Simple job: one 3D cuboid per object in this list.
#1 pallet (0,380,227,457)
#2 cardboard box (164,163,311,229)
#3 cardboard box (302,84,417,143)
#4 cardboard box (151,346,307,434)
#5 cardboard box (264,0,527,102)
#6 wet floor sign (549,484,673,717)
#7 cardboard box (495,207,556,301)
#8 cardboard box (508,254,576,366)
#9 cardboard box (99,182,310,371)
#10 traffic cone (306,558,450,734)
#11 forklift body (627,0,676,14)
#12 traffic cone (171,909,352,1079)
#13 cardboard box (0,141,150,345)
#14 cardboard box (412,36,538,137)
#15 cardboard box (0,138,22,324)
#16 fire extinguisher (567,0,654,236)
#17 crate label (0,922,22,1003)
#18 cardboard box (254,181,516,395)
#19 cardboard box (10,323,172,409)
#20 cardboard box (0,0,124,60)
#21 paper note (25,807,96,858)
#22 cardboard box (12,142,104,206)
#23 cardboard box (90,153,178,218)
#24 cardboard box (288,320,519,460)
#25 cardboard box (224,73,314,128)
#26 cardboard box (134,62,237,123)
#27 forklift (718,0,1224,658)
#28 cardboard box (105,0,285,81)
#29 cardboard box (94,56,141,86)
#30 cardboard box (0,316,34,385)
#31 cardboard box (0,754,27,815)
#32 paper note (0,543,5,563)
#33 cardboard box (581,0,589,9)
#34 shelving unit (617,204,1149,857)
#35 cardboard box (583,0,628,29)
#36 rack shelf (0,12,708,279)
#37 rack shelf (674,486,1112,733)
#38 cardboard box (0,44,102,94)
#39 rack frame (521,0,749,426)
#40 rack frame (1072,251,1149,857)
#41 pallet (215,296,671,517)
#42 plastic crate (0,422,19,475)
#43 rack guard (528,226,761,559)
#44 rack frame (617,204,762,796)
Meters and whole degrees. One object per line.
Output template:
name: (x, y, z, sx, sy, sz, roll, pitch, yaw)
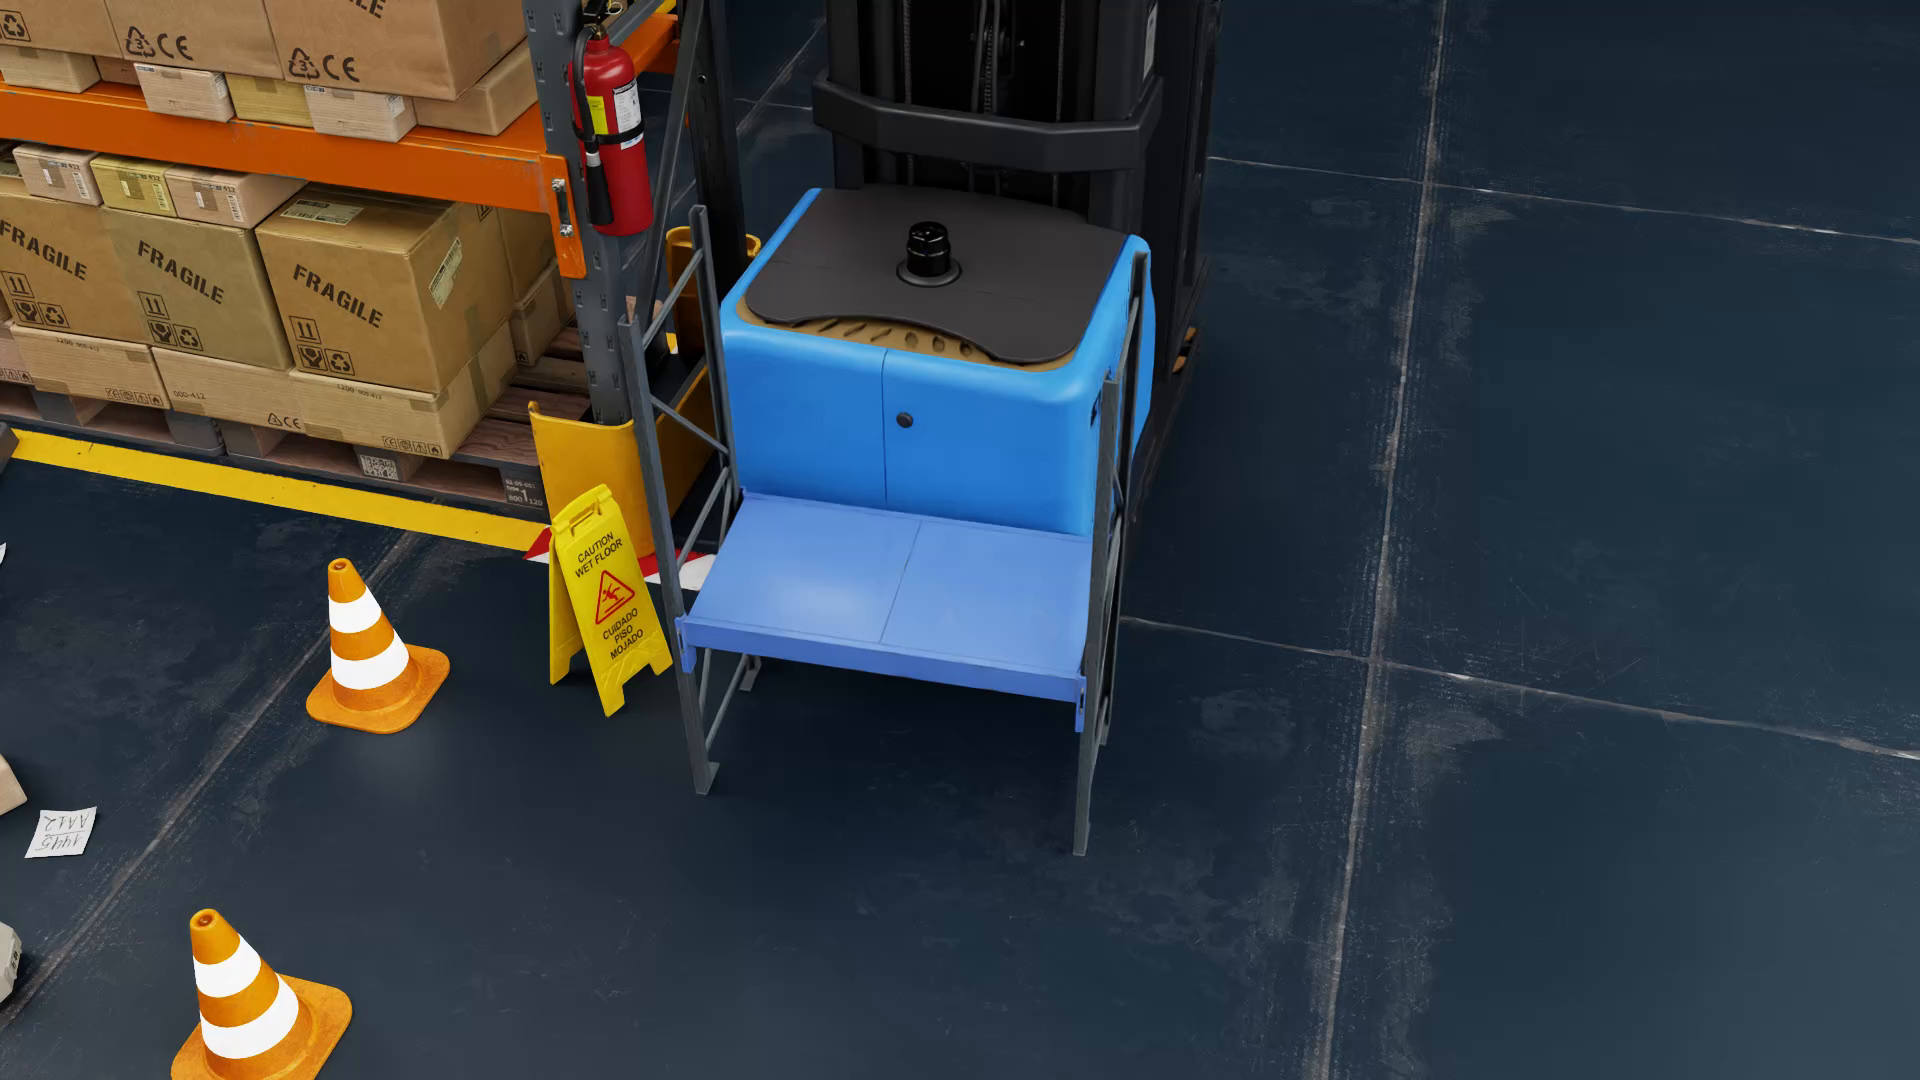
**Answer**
pallet: (-2.933, -0.765, 5.997, 1.213, 0.211, 1.003, 10, 41, 11)
cardboard box: (-2.123, -1.093, 4.943, 0.250, 0.149, 0.380, 11, 41, 13)
cardboard box: (-1.599, -1.266, 4.620, 0.250, 0.149, 0.380, 9, 41, 11)
cardboard box: (-2.258, -0.626, 5.474, 0.500, 0.250, 0.500, 10, 41, 12)
cardboard box: (-1.505, -1.531, 4.431, 0.500, 0.500, 0.500, 9, 41, 11)
wet floor sign: (-1.002, 0.138, 4.583, 0.232, 0.644, 0.267, 24, 46, 26)
cardboard box: (-1.640, -1.164, 5.532, 0.500, 0.500, 0.500, 8, 41, 10)
cardboard box: (-1.617, -0.873, 5.769, 0.500, 0.250, 0.500, 9, 41, 11)
cardboard box: (-2.256, -0.910, 5.230, 0.500, 0.500, 0.500, 11, 41, 13)
traffic cone: (-1.658, 0.242, 4.602, 0.334, 0.463, 0.336, 10, 41, 11)
forklift body: (-1.933, -3.401, 7.627, 1.214, 2.155, 2.313, 10, 41, 11)
traffic cone: (-1.617, 0.988, 3.714, 0.334, 0.463, 0.336, 10, 41, 11)
cardboard box: (-2.741, -0.999, 5.335, 0.500, 0.500, 0.500, 9, 41, 10)
cardboard box: (-1.326, -1.292, 4.652, 0.250, 0.149, 0.380, 11, 41, 13)
cardboard box: (-3.253, -1.085, 5.438, 0.500, 0.500, 0.500, 12, 41, 14)
fire extinguisher: (-0.918, -1.124, 4.317, 0.183, 0.674, 0.296, 10, 41, 11)
crate label: (-2.392, 1.021, 3.928, 0.298, 0.136, 0.250, -10, 41, -11)
cardboard box: (-1.751, -0.826, 5.129, 0.500, 0.500, 0.500, 10, 41, 12)
cardboard box: (-2.765, -0.709, 5.573, 0.500, 0.250, 0.500, 8, 41, 10)
cardboard box: (-2.470, -1.702, 4.635, 0.500, 0.500, 0.500, 10, 41, 11)
paper note: (-2.337, 0.757, 4.325, 0.142, 0.019, 0.148, -3, 40, -4)
cardboard box: (-2.619, -1.182, 5.049, 0.250, 0.149, 0.380, 11, 41, 13)
cardboard box: (-2.365, -1.137, 4.996, 0.250, 0.149, 0.380, 10, 41, 12)
cardboard box: (-1.783, -0.539, 5.370, 0.500, 0.250, 0.500, 10, 41, 11)
cardboard box: (-1.841, -1.322, 4.687, 0.250, 0.149, 0.380, 9, 41, 11)
cardboard box: (-2.098, -1.346, 4.715, 0.250, 0.149, 0.380, 10, 41, 12)
forklift: (0.242, -1.670, 4.959, 1.130, 2.935, 3.031, 11, 41, 13)
cardboard box: (-1.987, -1.617, 4.534, 0.500, 0.500, 0.500, 10, 41, 12)
cardboard box: (-2.309, -1.476, 4.870, 0.250, 0.149, 0.380, 10, 41, 12)
cardboard box: (-3.241, -0.798, 5.679, 0.500, 0.250, 0.500, 9, 41, 11)
cardboard box: (-2.697, 0.669, 4.337, 0.250, 0.149, 0.380, 33, 50, 33)
paper note: (-3.048, 0.065, 5.149, 0.148, 0.019, 0.142, -3, 40, -4)
cardboard box: (-1.295, -1.863, 4.826, 0.500, 0.500, 0.500, 9, 41, 11)
shelving unit: (-0.145, 0.023, 4.047, 1.048, 1.500, 0.538, 8, 42, 9)
cardboard box: (-1.184, -1.548, 4.957, 0.250, 0.149, 0.380, 10, 41, 12)
rack shelf: (-2.841, -1.516, 5.283, 4.000, 0.370, 1.077, 10, 41, 11)
rack shelf: (-0.145, 0.158, 4.166, 1.000, 0.185, 0.538, 8, 42, 9)
cardboard box: (-2.580, -1.462, 4.853, 0.250, 0.149, 0.380, 9, 41, 11)
rack frame: (-0.909, -1.459, 4.655, 0.127, 3.000, 1.000, 10, 41, 11)
rack frame: (0.352, 0.090, 3.968, 0.032, 1.500, 0.500, 8, 42, 9)
pallet: (-1.758, -0.561, 5.754, 1.213, 0.211, 1.003, 10, 41, 11)
plastic crate: (-3.469, -0.236, 5.469, 0.583, 0.080, 0.402, -3, 40, -4)
rack guard: (-0.983, -0.515, 5.474, 0.348, 0.500, 1.175, 10, 41, 11)
rack frame: (-0.643, -0.044, 4.127, 0.032, 1.500, 0.500, 8, 42, 9)
